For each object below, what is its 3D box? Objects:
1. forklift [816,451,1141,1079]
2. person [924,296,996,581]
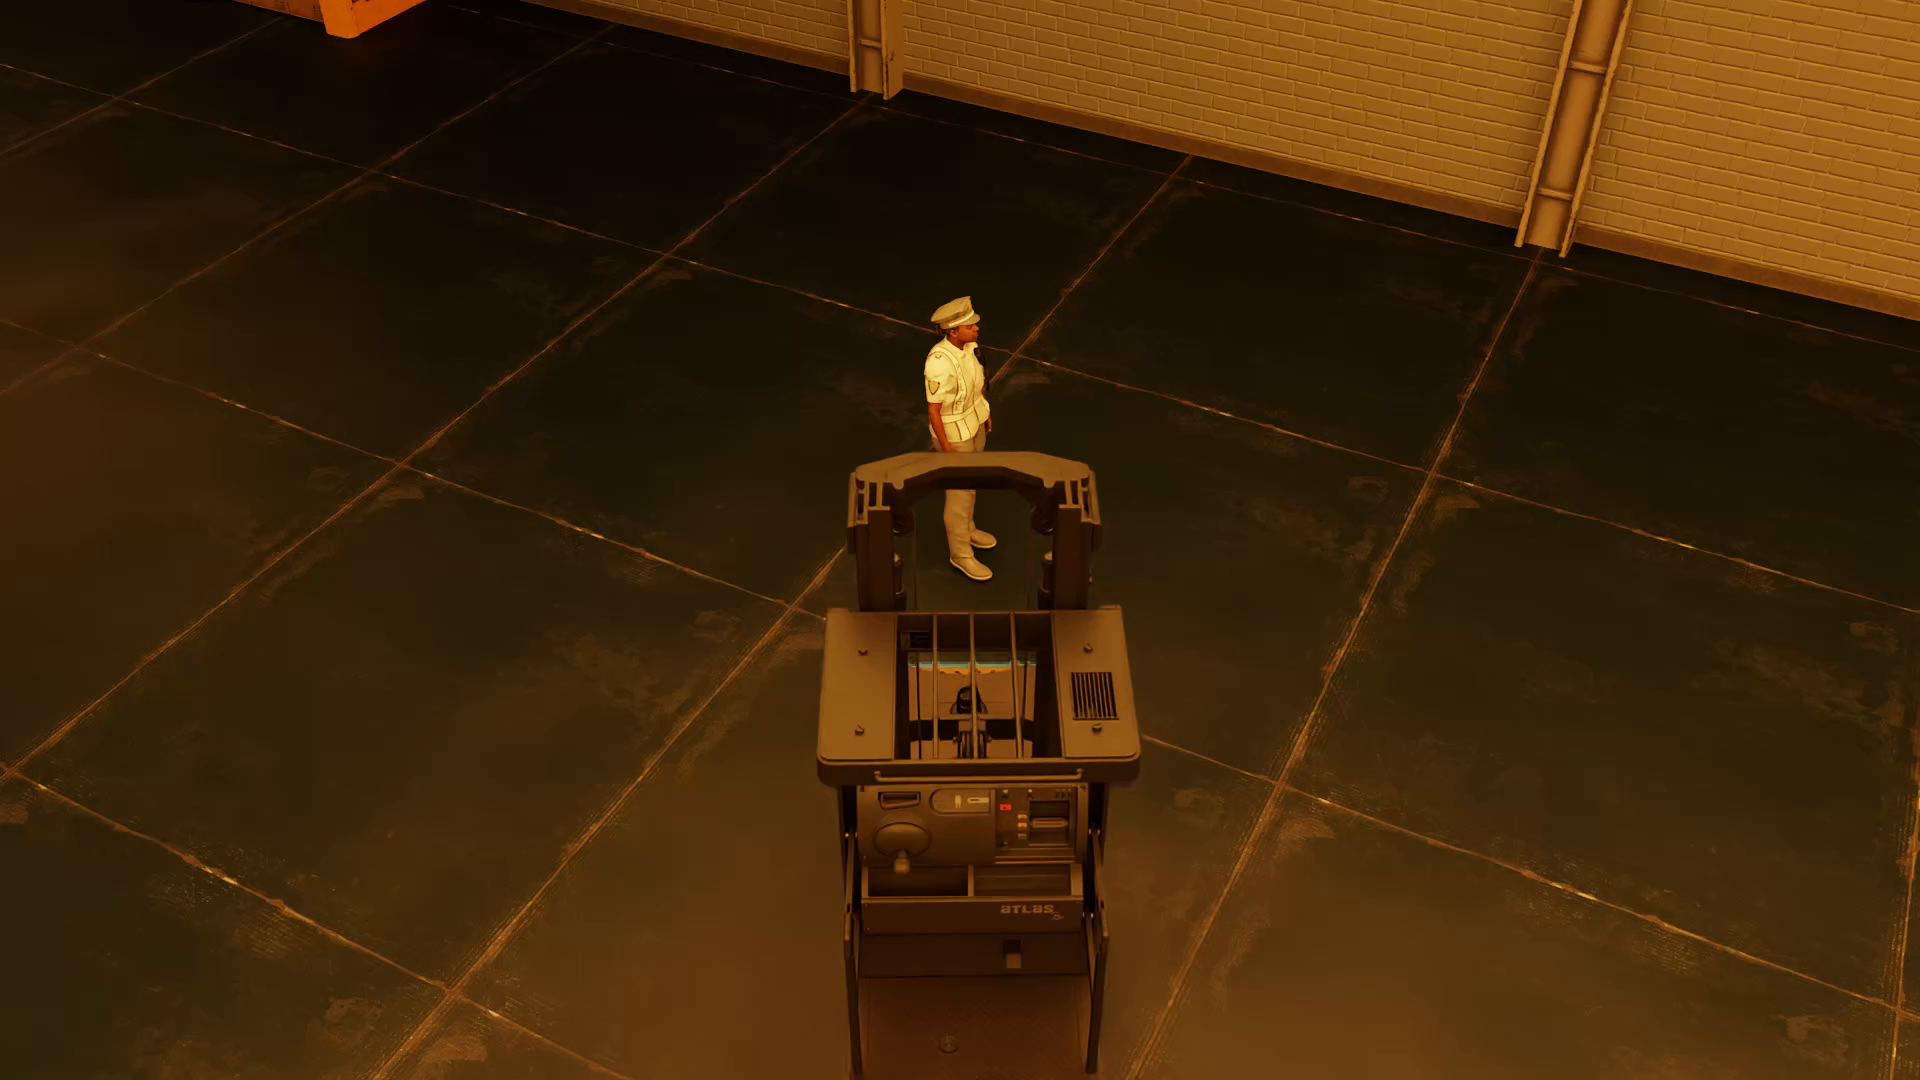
[{"bbox_3d":[0.057,1.226,6.531,1.130,2.935,3.031,-1,40,-1],"label":"forklift"},{"bbox_3d":[0.058,-0.620,9.671,0.528,1.697,0.570,18,43,21],"label":"person"}]
